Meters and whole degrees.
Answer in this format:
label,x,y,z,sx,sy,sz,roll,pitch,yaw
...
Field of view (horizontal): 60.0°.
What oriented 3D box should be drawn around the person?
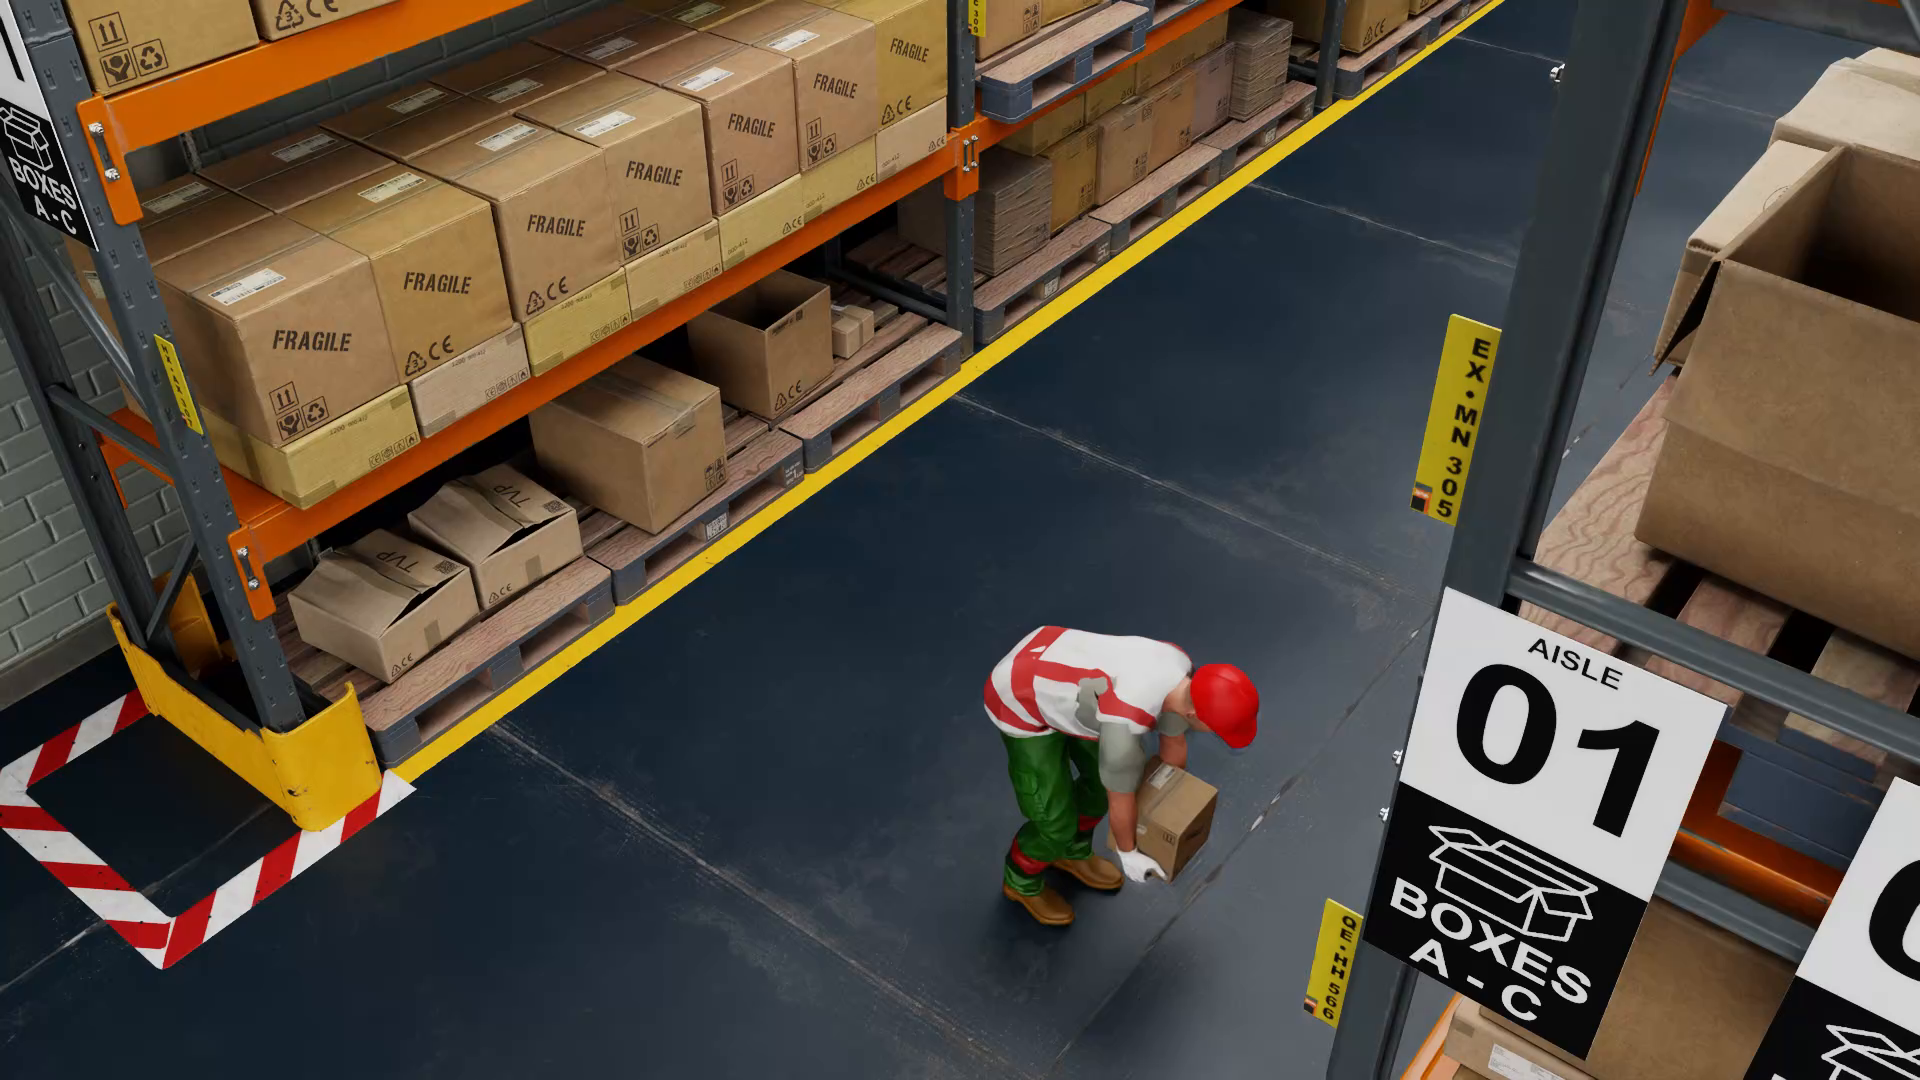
label,x,y,z,sx,sy,sz,roll,pitch,yaw
person,0.508,0.789,5.517,0.909,1.319,0.497,24,44,27
